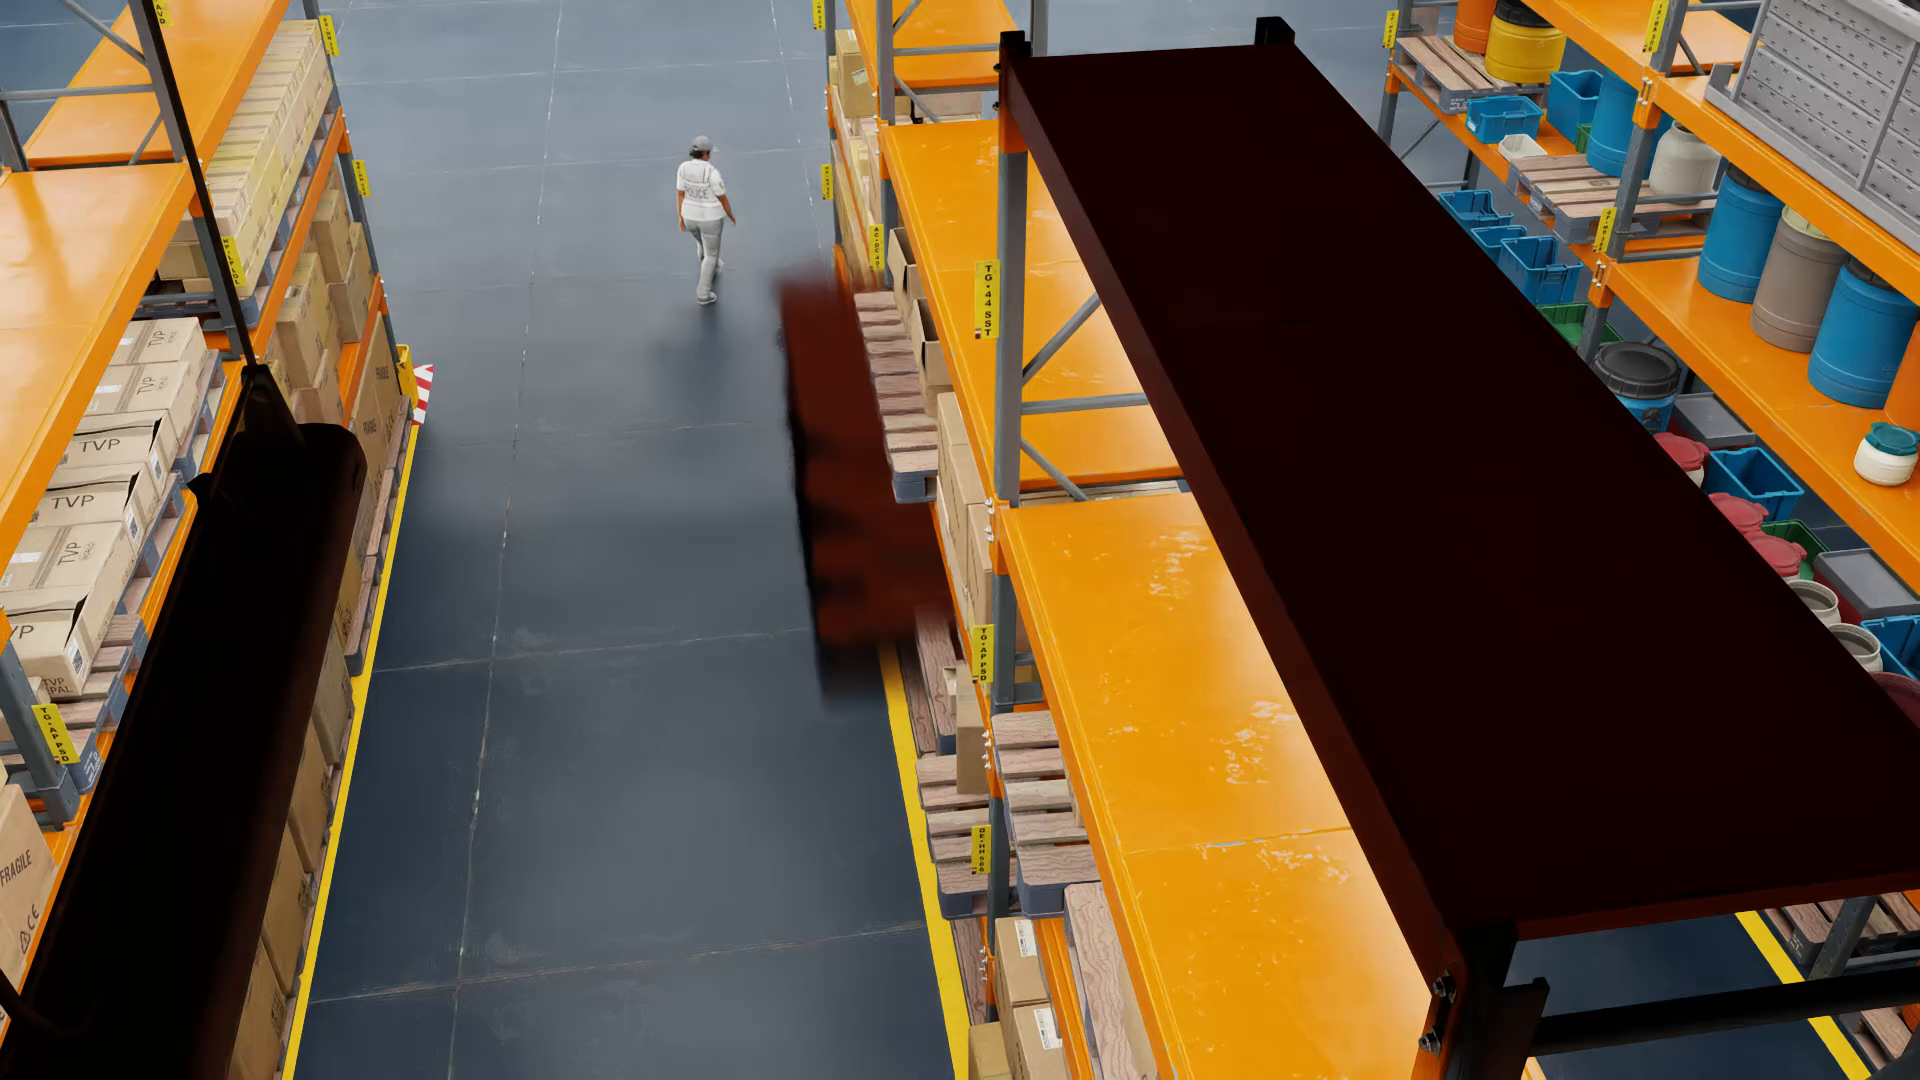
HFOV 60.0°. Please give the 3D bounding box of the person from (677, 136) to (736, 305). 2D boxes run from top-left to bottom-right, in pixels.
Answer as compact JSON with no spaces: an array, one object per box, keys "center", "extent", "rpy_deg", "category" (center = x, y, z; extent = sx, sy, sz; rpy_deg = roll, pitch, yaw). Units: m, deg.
[{"center":[-2.502,-3.213,16.453],"extent":[0.521,1.616,0.896],"rpy_deg":[16,39,20],"category":"person"}]
